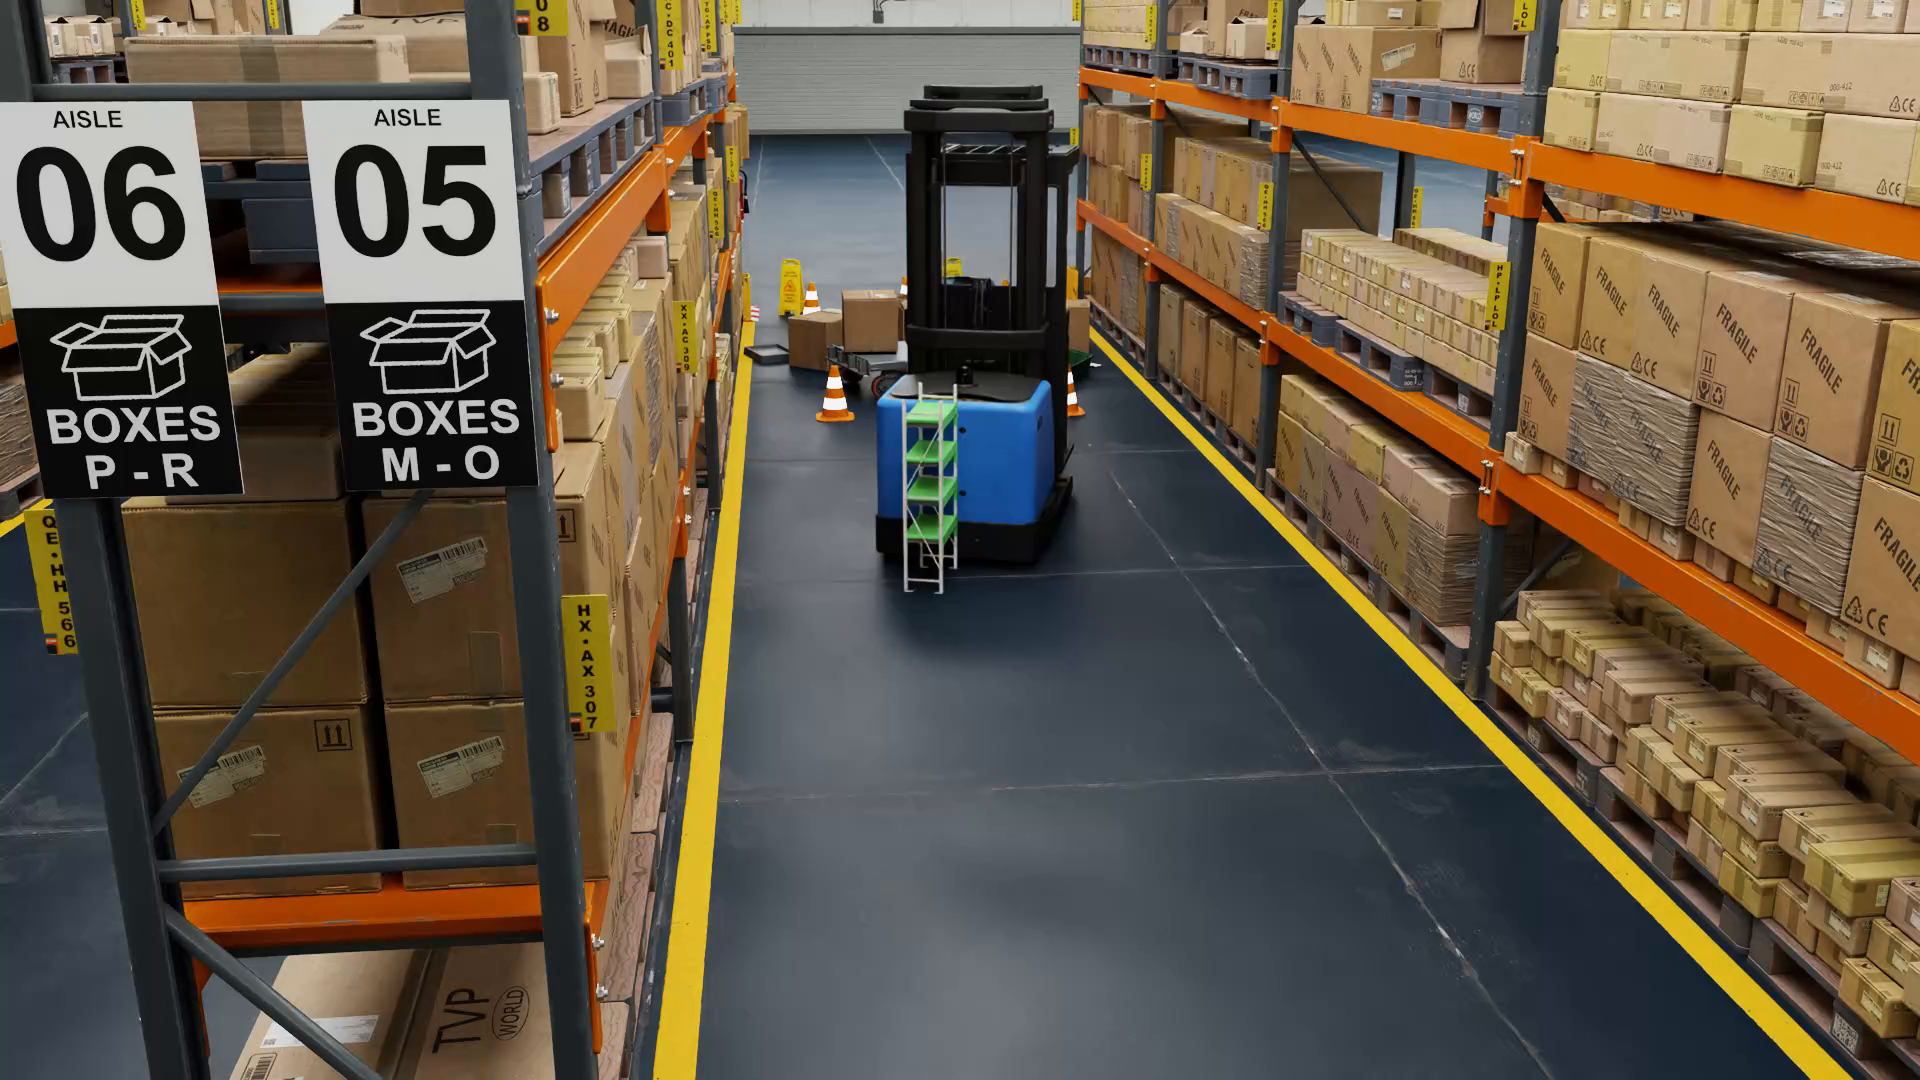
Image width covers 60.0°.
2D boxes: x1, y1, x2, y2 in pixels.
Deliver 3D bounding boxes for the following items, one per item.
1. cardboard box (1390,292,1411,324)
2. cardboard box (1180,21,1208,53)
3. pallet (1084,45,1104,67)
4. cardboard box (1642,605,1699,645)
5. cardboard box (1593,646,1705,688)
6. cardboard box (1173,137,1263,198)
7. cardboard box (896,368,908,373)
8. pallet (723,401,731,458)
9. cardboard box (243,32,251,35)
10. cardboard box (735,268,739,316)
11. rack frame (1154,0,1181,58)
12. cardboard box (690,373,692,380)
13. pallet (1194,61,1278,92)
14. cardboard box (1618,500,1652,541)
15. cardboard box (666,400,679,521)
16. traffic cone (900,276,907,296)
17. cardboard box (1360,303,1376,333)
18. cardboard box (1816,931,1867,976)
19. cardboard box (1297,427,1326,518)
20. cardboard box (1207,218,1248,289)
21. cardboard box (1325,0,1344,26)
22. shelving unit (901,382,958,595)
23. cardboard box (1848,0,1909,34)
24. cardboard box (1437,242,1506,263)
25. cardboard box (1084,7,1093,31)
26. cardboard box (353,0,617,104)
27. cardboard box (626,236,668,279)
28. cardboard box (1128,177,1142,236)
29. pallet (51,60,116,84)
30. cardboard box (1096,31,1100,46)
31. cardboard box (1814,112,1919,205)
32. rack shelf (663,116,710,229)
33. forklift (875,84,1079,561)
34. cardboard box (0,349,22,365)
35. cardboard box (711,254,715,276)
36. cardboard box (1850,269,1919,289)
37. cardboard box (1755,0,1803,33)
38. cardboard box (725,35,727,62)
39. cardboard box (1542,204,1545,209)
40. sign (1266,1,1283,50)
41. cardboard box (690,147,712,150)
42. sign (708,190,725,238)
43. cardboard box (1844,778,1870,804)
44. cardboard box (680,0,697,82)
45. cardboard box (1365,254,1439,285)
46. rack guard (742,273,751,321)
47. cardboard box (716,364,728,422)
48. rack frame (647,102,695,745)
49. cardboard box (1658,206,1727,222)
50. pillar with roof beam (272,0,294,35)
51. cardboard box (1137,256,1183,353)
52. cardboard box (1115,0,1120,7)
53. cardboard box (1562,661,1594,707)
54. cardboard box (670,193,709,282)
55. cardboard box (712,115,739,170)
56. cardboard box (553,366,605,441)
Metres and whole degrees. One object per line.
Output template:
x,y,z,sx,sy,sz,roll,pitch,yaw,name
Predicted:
2.743,-1.359,9.719,0.380,0.149,0.250,-2,18,-5,cardboard box
2.109,-4.442,14.667,0.258,0.266,0.396,-2,18,-7,cardboard box
1.970,-5.374,18.429,1.003,0.211,1.213,-2,18,-6,pallet
3.482,0.418,7.904,0.380,0.149,0.250,-2,17,-5,cardboard box
3.044,0.589,7.360,0.380,0.149,0.250,-2,18,-7,cardboard box
2.352,-3.392,15.136,0.700,0.500,0.500,-2,18,-7,cardboard box
-0.567,-1.836,16.582,0.396,0.266,0.258,16,24,42,cardboard box
-2.407,-0.905,13.707,1.003,0.211,1.213,-2,18,-6,pallet
-7.580,-5.191,17.247,0.380,0.149,0.250,-2,18,-7,cardboard box
-2.477,-2.421,16.519,0.500,0.500,0.500,-1,17,-3,cardboard box
2.295,-5.877,14.873,1.000,3.000,0.127,-2,18,-6,rack frame
-1.639,-0.909,8.481,0.500,0.250,0.500,-2,17,-5,cardboard box
2.470,-3.687,13.221,1.003,0.211,1.213,-1,17,-3,pallet
2.988,-0.106,6.926,0.380,0.149,0.250,-1,17,-5,cardboard box
-1.491,-0.366,7.167,0.500,0.500,0.500,-2,18,-5,cardboard box
-0.634,-2.860,19.515,0.336,0.463,0.334,-2,18,-6,traffic cone
2.692,-1.369,10.248,0.380,0.149,0.250,-2,17,-5,cardboard box
3.203,1.415,5.720,0.380,0.149,0.250,-2,18,-6,cardboard box
2.582,-0.462,11.114,0.500,0.500,0.500,-2,17,-5,cardboard box
2.293,-2.294,13.310,0.500,0.500,0.500,-2,18,-7,cardboard box
2.529,-3.384,10.496,0.396,0.266,0.258,-2,18,-6,cardboard box
-0.180,-0.320,10.194,0.258,1.200,0.503,3,18,10,shelving unit
3.106,-1.700,5.327,0.380,0.149,0.250,-1,17,-4,cardboard box
3.296,-1.823,10.701,0.380,0.149,0.250,-1,17,-4,cardboard box
1.677,-5.804,18.535,0.500,0.250,0.500,-2,18,-6,cardboard box
-1.622,-1.776,5.777,0.797,0.503,0.637,0,17,-1,cardboard box
-1.444,-1.200,7.074,0.380,0.149,0.250,-2,18,-7,cardboard box
2.166,-3.359,16.618,0.875,0.550,0.550,-2,18,-6,cardboard box
-7.451,-3.755,13.440,0.805,0.209,1.217,-2,18,-8,pallet
1.678,-5.428,18.001,0.380,0.149,0.250,-2,18,-5,cardboard box
3.125,-1.226,5.318,0.500,0.250,0.500,-1,17,-3,cardboard box
-1.999,-2.132,9.153,1.077,0.370,4.000,-2,18,-6,rack shelf
0.223,-1.664,11.585,1.130,2.935,3.031,3,18,10,forklift
-7.338,-1.134,13.045,0.875,0.625,0.625,-3,18,-8,cardboard box
-2.040,-2.074,12.493,0.380,0.149,0.250,-2,18,-5,cardboard box
3.605,-0.706,6.084,0.500,0.500,0.500,-2,18,-7,cardboard box
3.037,-1.855,5.819,0.380,0.149,0.250,-2,18,-7,cardboard box
-2.453,-4.626,15.650,0.500,0.250,0.500,-2,18,-6,cardboard box
6.702,-3.819,18.752,0.380,0.149,0.250,-2,18,-6,cardboard box
2.155,-3.524,11.390,0.100,0.325,0.005,-2,18,-6,sign
-2.262,-3.196,13.900,0.380,0.149,0.250,-2,18,-7,cardboard box
-1.654,-2.210,11.277,0.100,0.325,0.005,-2,18,-6,sign
3.540,1.026,6.465,0.380,0.149,0.250,-1,17,-3,cardboard box
-1.735,-2.803,9.221,0.500,0.500,0.500,-2,18,-5,cardboard box
2.700,-1.652,10.156,0.380,0.149,0.250,-1,17,-4,cardboard box
-3.023,-2.808,19.287,1.175,0.500,0.348,-2,18,-6,rack guard
-2.410,-1.201,13.680,0.950,0.372,0.625,-1,17,-4,cardboard box
-1.793,-0.448,7.597,1.000,3.000,0.127,-2,18,-6,rack frame
7.182,-3.383,15.243,1.000,1.000,1.000,-2,18,-5,cardboard box
-5.129,-8.416,22.962,9.100,9.000,0.400,-2,18,-6,pillar with roof beam
2.300,-2.391,16.631,0.875,0.875,0.875,-2,17,-5,cardboard box
1.784,-5.506,16.919,0.380,0.149,0.250,-2,17,-5,cardboard box
3.016,0.649,7.665,0.380,0.149,0.250,-2,18,-6,cardboard box
-1.831,-1.866,10.277,0.500,0.500,0.500,-1,17,-5,cardboard box
-2.478,-3.789,15.905,0.700,0.500,0.500,-2,18,-5,cardboard box
-1.152,-0.362,4.402,0.380,0.149,0.250,-1,17,-4,cardboard box
